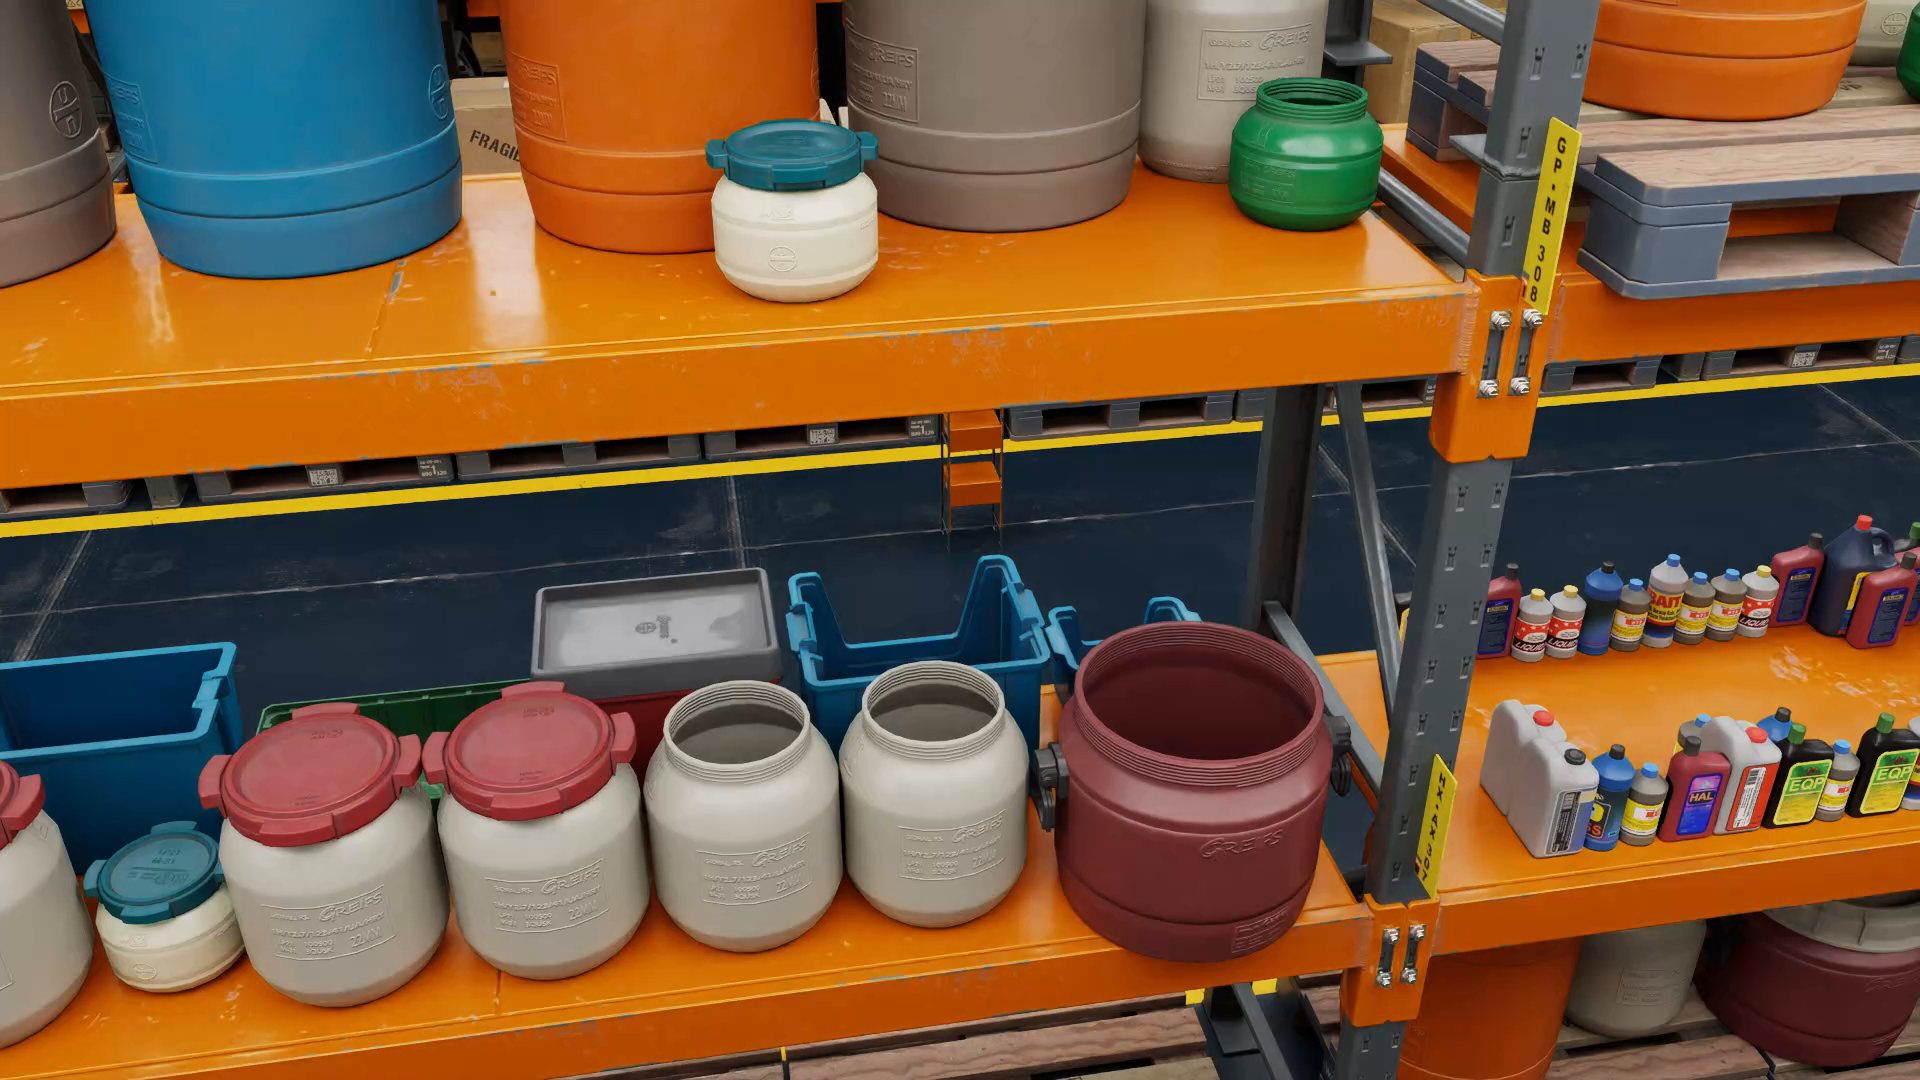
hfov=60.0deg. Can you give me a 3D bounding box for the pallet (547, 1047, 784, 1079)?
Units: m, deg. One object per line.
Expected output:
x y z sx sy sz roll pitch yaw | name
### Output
-1.051 1.779 4.516 1.213 0.211 1.003 -5 31 -9 | pallet

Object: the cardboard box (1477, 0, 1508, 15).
2.791 -2.617 8.729 0.500 0.500 0.700 -1 30 -1 | cardboard box

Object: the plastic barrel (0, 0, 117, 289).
-1.914 -0.943 2.940 0.600 0.901 0.600 0 30 0 | plastic barrel

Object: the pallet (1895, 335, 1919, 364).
5.840 -1.393 9.910 1.213 0.211 1.003 -5 31 -9 | pallet

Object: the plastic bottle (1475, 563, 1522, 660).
1.464 0.195 4.574 0.133 0.283 0.061 -5 31 -9 | plastic bottle

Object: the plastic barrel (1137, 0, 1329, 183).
0.555 -1.050 3.507 0.421 0.512 0.421 0 30 0 | plastic barrel

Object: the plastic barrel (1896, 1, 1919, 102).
1.999 -0.973 3.226 0.294 0.245 0.294 0 30 0 | plastic barrel

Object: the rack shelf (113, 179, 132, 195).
-5.875 -1.196 7.535 4.000 0.370 1.077 -5 31 -9 | rack shelf

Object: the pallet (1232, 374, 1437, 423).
1.966 -1.011 9.261 1.213 0.211 1.003 -5 31 -9 | pallet

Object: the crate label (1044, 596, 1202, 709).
0.434 0.340 4.378 0.416 0.233 0.303 -5 31 -9 | crate label

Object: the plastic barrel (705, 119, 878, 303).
-0.293 -0.585 2.963 0.301 0.262 0.301 0 30 0 | plastic barrel

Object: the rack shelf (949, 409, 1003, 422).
0.053 -0.693 7.354 0.240 0.259 0.215 -5 31 -9 | rack shelf

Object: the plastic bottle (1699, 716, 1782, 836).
1.855 0.549 3.980 0.135 0.276 0.152 -5 31 -9 | plastic bottle

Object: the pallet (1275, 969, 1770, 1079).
1.684 1.525 4.948 1.213 0.211 1.003 -5 31 -9 | pallet

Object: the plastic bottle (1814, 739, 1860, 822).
2.105 0.572 4.014 0.097 0.201 0.097 0 30 0 | plastic bottle

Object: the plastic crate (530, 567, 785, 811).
-0.729 0.383 4.076 0.583 0.464 0.402 -5 31 -9 | plastic crate

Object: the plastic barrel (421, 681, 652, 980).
-0.891 0.638 3.572 0.433 0.535 0.433 0 30 0 | plastic barrel

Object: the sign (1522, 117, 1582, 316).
1.022 -0.558 2.884 0.005 0.325 0.100 -5 31 -9 | sign

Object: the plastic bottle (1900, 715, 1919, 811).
2.332 0.520 4.032 0.097 0.271 0.097 0 30 0 | plastic bottle

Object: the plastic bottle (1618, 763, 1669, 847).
1.614 0.617 3.937 0.097 0.201 0.097 0 30 0 | plastic bottle

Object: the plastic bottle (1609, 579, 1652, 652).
1.868 0.203 4.642 0.097 0.201 0.097 0 30 0 | plastic bottle

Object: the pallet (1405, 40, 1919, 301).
1.686 -0.817 3.407 1.213 0.211 1.003 -5 31 -9 | pallet

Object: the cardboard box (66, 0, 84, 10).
-6.198 -3.813 11.404 0.500 0.250 0.500 -5 31 -9 | cardboard box

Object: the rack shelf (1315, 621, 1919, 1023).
2.883 0.543 4.576 4.000 0.370 1.077 -5 31 -9 | rack shelf

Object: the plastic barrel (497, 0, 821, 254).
-0.574 -1.036 3.169 0.708 0.830 0.600 -5 31 -9 | plastic barrel

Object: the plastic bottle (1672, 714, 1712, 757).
1.814 0.520 4.102 0.097 0.201 0.097 0 30 0 | plastic bottle

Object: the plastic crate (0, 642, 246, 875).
-1.990 0.532 3.902 0.575 0.384 0.392 -5 31 -9 | plastic crate

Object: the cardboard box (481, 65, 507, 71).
-3.583 -3.418 12.636 0.500 0.500 0.700 -6 31 -10 | cardboard box

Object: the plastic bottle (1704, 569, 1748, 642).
2.155 0.176 4.687 0.097 0.201 0.097 0 30 0 | plastic bottle

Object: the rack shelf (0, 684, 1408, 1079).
-1.052 0.908 3.955 4.000 0.370 1.077 -5 31 -9 | rack shelf

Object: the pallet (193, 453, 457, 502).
-3.190 -0.574 8.517 1.213 0.211 1.003 -5 31 -9 | pallet

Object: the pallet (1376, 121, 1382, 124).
1.939 -2.151 8.639 1.213 0.211 1.003 -5 31 -9 | pallet

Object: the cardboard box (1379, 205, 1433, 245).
2.458 -1.841 9.214 0.500 0.250 0.500 -5 31 -9 | cardboard box

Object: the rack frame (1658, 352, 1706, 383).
3.962 -2.419 8.905 0.127 3.000 1.000 -5 31 -9 | rack frame

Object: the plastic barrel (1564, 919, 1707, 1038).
1.933 1.158 4.862 0.421 0.512 0.421 0 30 0 | plastic barrel

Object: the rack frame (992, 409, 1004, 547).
0.173 -0.469 7.511 0.008 1.050 0.200 -5 31 -9 | rack frame

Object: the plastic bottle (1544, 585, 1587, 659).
1.676 0.220 4.612 0.097 0.201 0.097 0 30 0 | plastic bottle

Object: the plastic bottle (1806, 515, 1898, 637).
2.525 0.089 4.687 0.185 0.351 0.144 -5 31 -9 | plastic bottle

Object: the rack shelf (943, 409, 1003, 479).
0.053 -0.448 7.498 0.240 0.259 0.215 -5 31 -9 | rack shelf

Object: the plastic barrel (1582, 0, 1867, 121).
1.475 -1.294 3.194 0.708 0.830 0.600 -5 31 -9 | plastic barrel

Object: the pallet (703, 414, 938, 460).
-0.790 -0.796 8.896 1.213 0.211 1.003 -5 31 -9 | pallet

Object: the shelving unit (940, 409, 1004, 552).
0.053 -0.457 7.492 0.252 1.050 0.215 -5 31 -9 | shelving unit

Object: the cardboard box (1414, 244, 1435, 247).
2.427 -1.513 9.395 0.500 0.500 0.500 -5 31 -8 | cardboard box

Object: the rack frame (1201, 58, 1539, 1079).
0.916 0.416 4.084 0.127 3.000 1.000 -5 31 -9 | rack frame

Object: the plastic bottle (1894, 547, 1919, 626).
2.685 0.113 4.713 0.133 0.283 0.061 -5 31 -9 | plastic bottle

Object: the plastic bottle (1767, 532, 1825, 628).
2.361 0.112 4.715 0.133 0.283 0.061 -5 31 -9 | plastic bottle

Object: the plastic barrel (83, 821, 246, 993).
-1.689 0.796 3.573 0.301 0.262 0.301 0 30 0 | plastic barrel

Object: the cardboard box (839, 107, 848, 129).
-0.338 -2.004 8.287 0.500 0.311 0.500 -3 31 -6 | cardboard box

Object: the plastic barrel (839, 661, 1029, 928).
-0.058 0.568 3.714 0.421 0.512 0.421 0 30 0 | plastic barrel

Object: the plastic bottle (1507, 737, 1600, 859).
1.400 0.591 3.908 0.135 0.276 0.152 -5 31 -9 | plastic bottle

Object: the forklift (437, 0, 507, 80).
-2.563 -2.644 9.355 3.031 2.935 1.130 -6 31 -10 | forklift

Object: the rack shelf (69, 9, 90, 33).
-6.771 -3.666 11.735 4.000 0.370 1.077 -5 31 -9 | rack shelf

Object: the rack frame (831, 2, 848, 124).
-0.869 -4.524 12.484 0.127 3.000 1.000 -5 31 -9 | rack frame

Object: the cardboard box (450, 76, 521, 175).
-2.138 -1.888 7.903 0.500 0.500 0.500 -5 31 -9 | cardboard box
